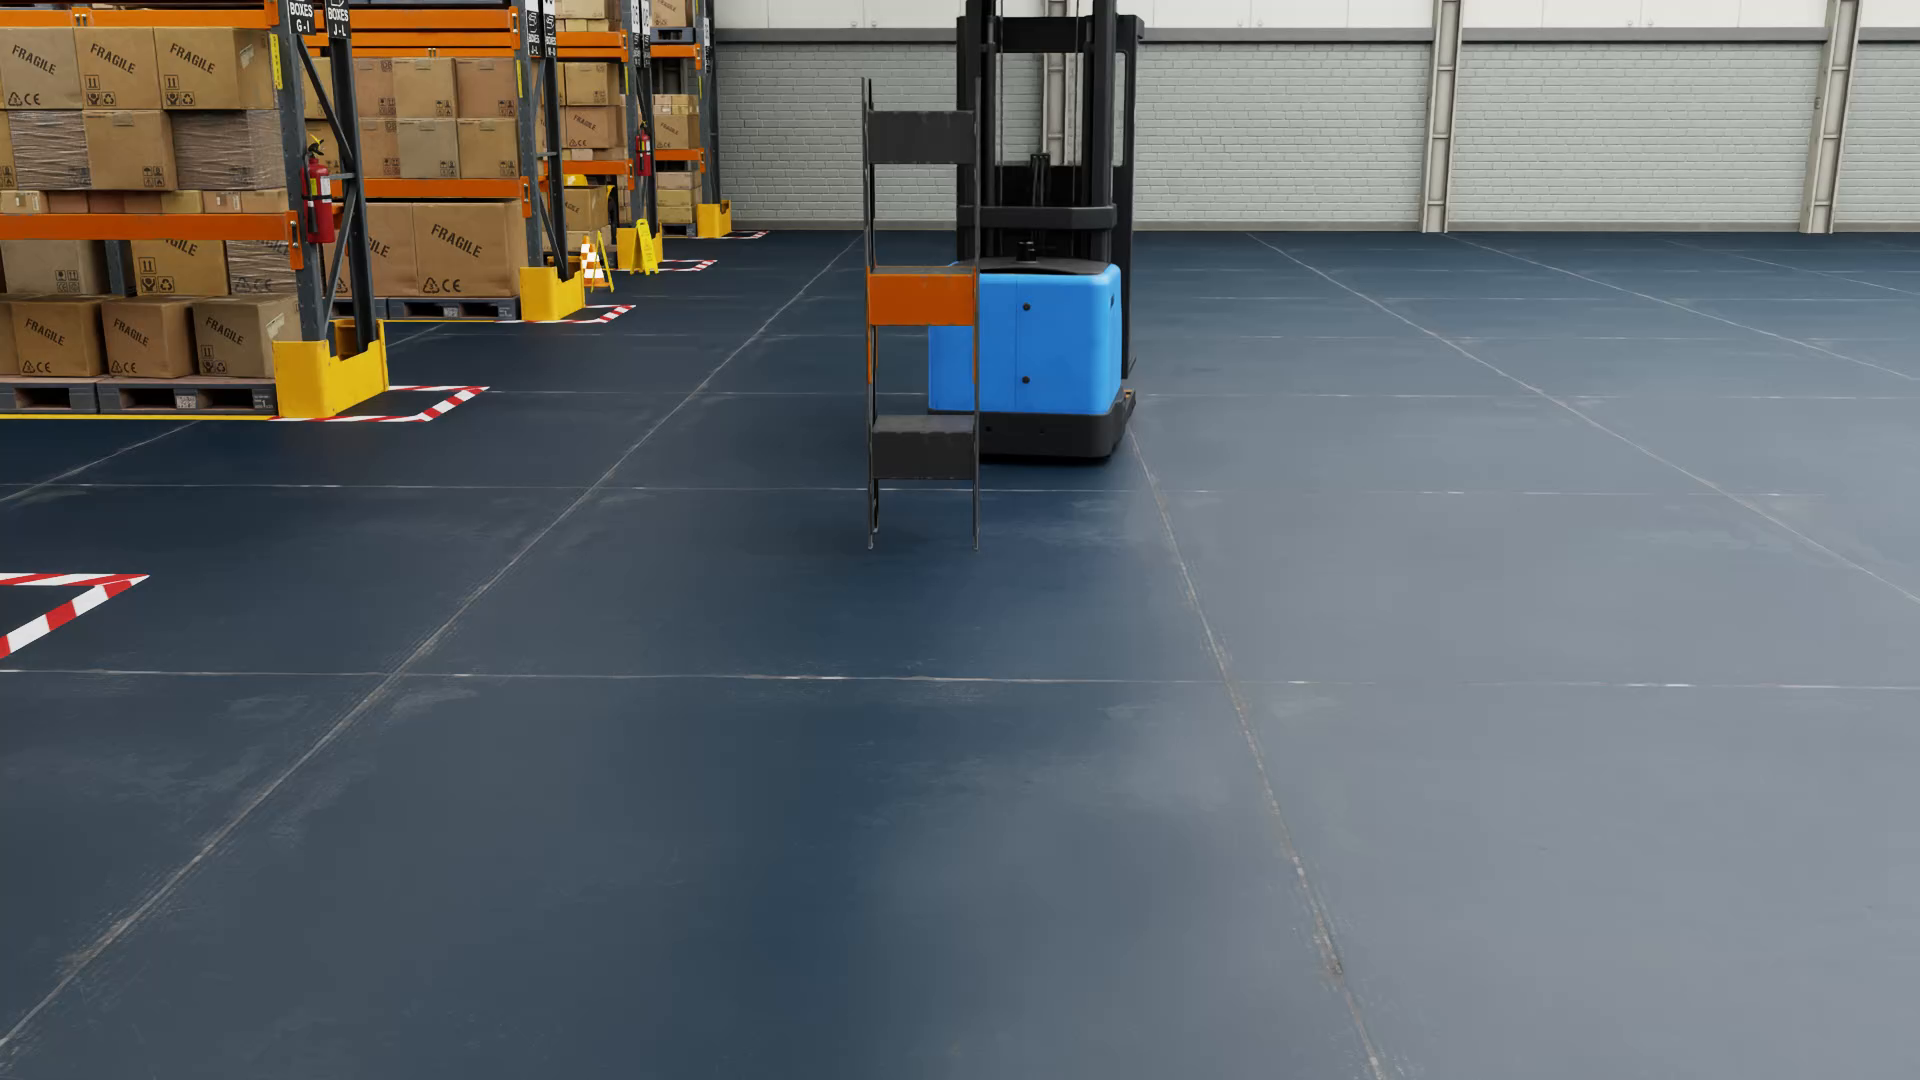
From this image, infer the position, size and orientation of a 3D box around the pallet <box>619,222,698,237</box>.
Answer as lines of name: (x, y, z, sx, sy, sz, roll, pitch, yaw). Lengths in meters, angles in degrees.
pallet: (-4.592, -4.832, 25.742, 1.213, 0.211, 1.003, 0, 15, 1)

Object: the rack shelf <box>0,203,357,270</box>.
rack shelf: (-6.202, -2.058, 11.172, 4.000, 0.370, 1.077, 0, 15, 1)

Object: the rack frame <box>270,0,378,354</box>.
rack frame: (-4.203, -2.393, 11.031, 0.127, 3.000, 1.000, 0, 15, 1)

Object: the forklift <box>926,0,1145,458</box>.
forklift: (0.562, -2.209, 10.468, 1.130, 2.935, 3.031, 2, 15, 9)

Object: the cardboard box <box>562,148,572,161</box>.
cardboard box: (-4.841, -4.727, 20.370, 0.250, 0.149, 0.380, 0, 15, 0)

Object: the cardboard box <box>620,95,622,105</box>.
cardboard box: (-5.210, -6.623, 25.013, 0.250, 0.149, 0.380, 1, 15, 3)

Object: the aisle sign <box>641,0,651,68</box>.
aisle sign: (-3.880, -6.256, 20.576, 0.004, 0.787, 0.394, 0, 15, 1)

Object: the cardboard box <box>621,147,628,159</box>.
cardboard box: (-4.284, -4.854, 20.850, 0.250, 0.149, 0.380, 0, 15, 2)

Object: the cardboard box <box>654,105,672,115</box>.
cardboard box: (-4.437, -6.473, 25.027, 0.250, 0.149, 0.380, 1, 15, 2)

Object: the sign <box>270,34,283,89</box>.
sign: (-4.237, -2.964, 10.307, 0.005, 0.325, 0.100, 0, 15, 1)

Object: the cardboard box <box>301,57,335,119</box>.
cardboard box: (-5.987, -4.253, 15.669, 0.500, 0.550, 0.875, 0, 15, 1)

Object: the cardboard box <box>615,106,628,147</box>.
cardboard box: (-4.416, -5.186, 20.839, 0.500, 0.500, 0.500, 0, 15, 1)

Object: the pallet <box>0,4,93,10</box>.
pallet: (-8.892, -5.035, 15.538, 1.217, 0.209, 0.805, 0, 15, -1)

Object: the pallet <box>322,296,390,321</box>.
pallet: (-5.993, -2.303, 16.155, 1.213, 0.211, 1.003, 0, 15, 1)

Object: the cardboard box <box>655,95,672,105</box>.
cardboard box: (-4.438, -6.634, 25.055, 0.250, 0.149, 0.380, 0, 15, 2)

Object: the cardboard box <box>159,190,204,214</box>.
cardboard box: (-4.994, -2.211, 10.833, 0.250, 0.149, 0.380, 0, 15, 1)

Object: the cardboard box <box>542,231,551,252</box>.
cardboard box: (-5.283, -3.736, 20.687, 0.500, 0.250, 0.500, 0, 15, 2)

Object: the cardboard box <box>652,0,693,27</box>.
cardboard box: (-4.276, -7.877, 24.721, 0.500, 0.500, 0.500, 1, 15, 3)

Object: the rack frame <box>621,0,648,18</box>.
rack frame: (-3.950, -7.821, 19.844, 0.127, 3.000, 1.000, 0, 15, 1)

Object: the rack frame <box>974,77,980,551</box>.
rack frame: (0.078, -1.015, 7.570, 0.015, 2.100, 0.400, 0, 15, 1)

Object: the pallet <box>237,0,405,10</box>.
pallet: (-5.940, -5.074, 15.487, 1.213, 0.211, 1.003, 0, 15, 1)

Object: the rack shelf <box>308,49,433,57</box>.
rack shelf: (-9.825, -7.328, 25.265, 4.000, 0.370, 1.077, 0, 15, 1)

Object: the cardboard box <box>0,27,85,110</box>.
cardboard box: (-5.759, -3.015, 10.649, 0.500, 0.500, 0.500, 0, 15, 1)

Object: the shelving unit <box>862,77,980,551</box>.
shelving unit: (-0.165, -1.016, 7.576, 0.503, 2.100, 0.431, 0, 15, 1)

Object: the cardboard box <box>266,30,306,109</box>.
cardboard box: (-4.746, -3.142, 11.129, 0.500, 0.500, 0.500, 0, 15, 1)

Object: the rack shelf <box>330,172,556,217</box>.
rack shelf: (-5.975, -3.323, 15.963, 4.000, 0.370, 1.077, 0, 15, 1)

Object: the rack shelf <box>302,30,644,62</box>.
rack shelf: (-5.949, -6.036, 20.368, 4.000, 0.370, 1.077, 0, 15, 1)

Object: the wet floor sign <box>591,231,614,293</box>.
wet floor sign: (-3.896, -3.024, 18.036, 0.232, 0.644, 0.267, -2, 15, -8)

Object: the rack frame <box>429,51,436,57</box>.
rack frame: (-7.826, -6.212, 25.506, 0.127, 3.000, 1.000, 0, 15, 1)

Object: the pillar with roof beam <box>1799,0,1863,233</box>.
pillar with roof beam: (13.384, -8.106, 20.925, 0.400, 9.000, 9.100, 0, 15, 1)

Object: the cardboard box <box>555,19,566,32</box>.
cardboard box: (-4.828, -6.184, 20.011, 0.250, 0.149, 0.380, 1, 15, 3)

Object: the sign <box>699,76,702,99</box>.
sign: (-3.855, -6.722, 24.705, 0.005, 0.325, 0.100, 0, 15, 1)

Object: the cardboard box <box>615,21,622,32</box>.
cardboard box: (-4.273, -6.334, 20.581, 0.250, 0.149, 0.380, 0, 15, 1)

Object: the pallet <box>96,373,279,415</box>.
pallet: (-5.090, -1.060, 11.442, 1.213, 0.211, 1.003, 0, 15, 1)

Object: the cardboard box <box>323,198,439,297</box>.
cardboard box: (-5.535, -2.826, 16.012, 0.875, 0.875, 0.875, 0, 15, 1)

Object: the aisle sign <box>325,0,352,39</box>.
aisle sign: (-4.133, -3.726, 10.987, 0.004, 0.787, 0.394, 0, 15, 1)

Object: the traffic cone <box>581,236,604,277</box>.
traffic cone: (-4.413, -3.368, 19.697, 0.334, 0.463, 0.336, 0, 15, 1)

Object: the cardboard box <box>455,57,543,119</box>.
cardboard box: (-4.345, -4.264, 15.712, 0.550, 0.550, 0.875, 0, 15, 1)

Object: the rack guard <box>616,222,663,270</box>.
rack guard: (-4.026, -3.712, 20.930, 0.348, 0.500, 1.175, 0, 15, 1)

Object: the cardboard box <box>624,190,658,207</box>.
cardboard box: (-4.823, -5.231, 25.374, 0.500, 0.250, 0.500, 0, 15, 1)

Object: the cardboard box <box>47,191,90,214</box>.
cardboard box: (-5.743, -2.225, 10.885, 0.250, 0.149, 0.380, 0, 15, 1)

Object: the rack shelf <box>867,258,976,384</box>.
rack shelf: (-0.165, -1.003, 7.580, 0.480, 0.518, 0.431, 0, 15, 1)

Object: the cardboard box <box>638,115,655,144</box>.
cardboard box: (-4.844, -6.177, 25.175, 0.500, 0.500, 0.500, 1, 15, 3)

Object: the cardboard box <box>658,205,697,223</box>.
cardboard box: (-4.305, -4.982, 25.411, 0.500, 0.250, 0.500, 0, 15, 2)

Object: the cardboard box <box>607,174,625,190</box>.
cardboard box: (-5.310, -5.469, 25.297, 0.500, 0.250, 0.500, 1, 15, 2)

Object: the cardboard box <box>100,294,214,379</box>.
cardboard box: (-5.425, -1.391, 11.309, 0.500, 0.500, 0.500, 4, 15, 16)

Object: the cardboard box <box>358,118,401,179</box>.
cardboard box: (-5.454, -3.754, 15.896, 0.550, 0.550, 0.875, 0, 15, 1)

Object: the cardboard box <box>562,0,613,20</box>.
cardboard box: (-4.468, -6.377, 19.960, 0.500, 0.250, 0.500, 0, 15, 1)

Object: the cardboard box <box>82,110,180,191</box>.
cardboard box: (-5.255, -2.569, 10.916, 0.500, 0.500, 0.875, 0, 15, 1)

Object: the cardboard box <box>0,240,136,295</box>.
cardboard box: (-8.597, -2.780, 16.083, 0.750, 0.750, 1.050, 0, 15, 1)
